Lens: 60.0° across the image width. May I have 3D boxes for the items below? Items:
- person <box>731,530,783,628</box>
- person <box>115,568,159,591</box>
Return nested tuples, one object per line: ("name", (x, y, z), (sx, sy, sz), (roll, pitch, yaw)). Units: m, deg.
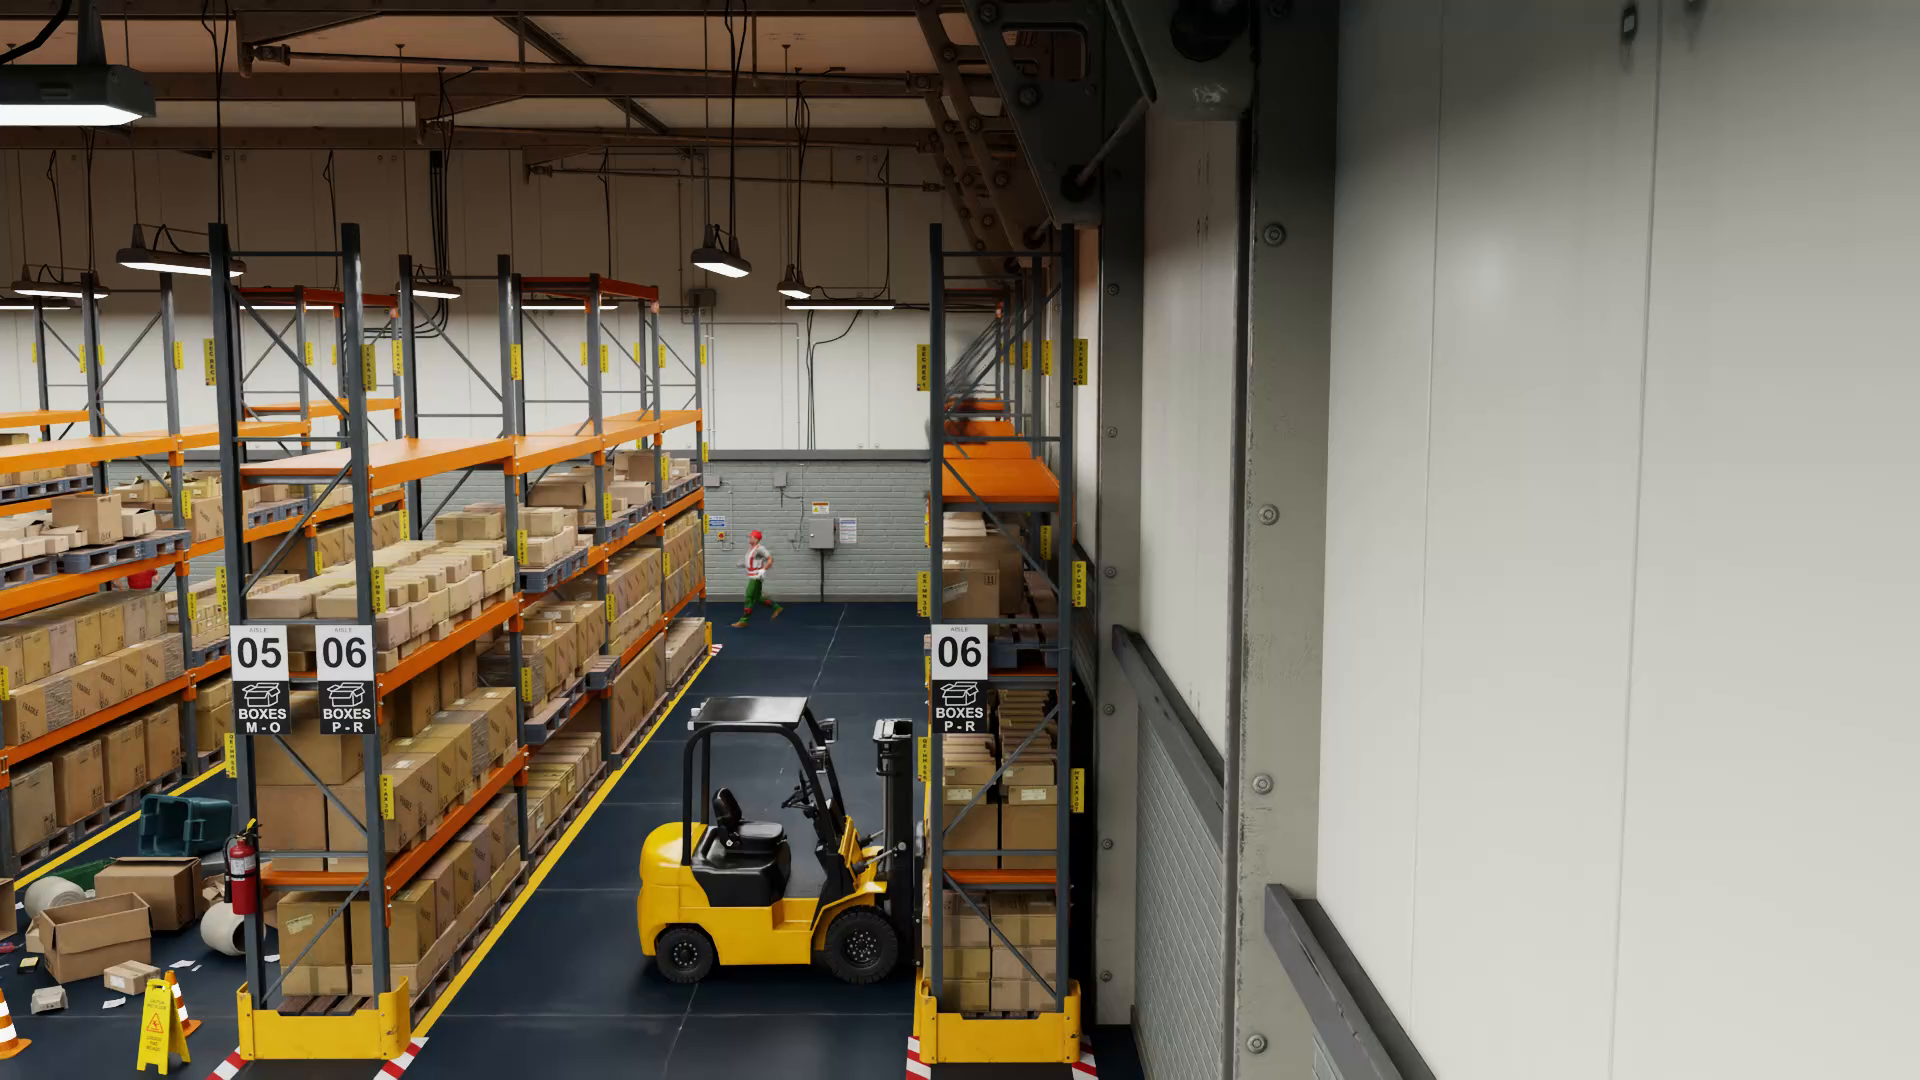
("person", (-3.742, 0.701, 30.611), (0.997, 1.775, 0.651), (-2, 7, -20))
("person", (-14.225, 0.962, 28.872), (0.709, 1.692, 0.683), (6, 9, 40))
